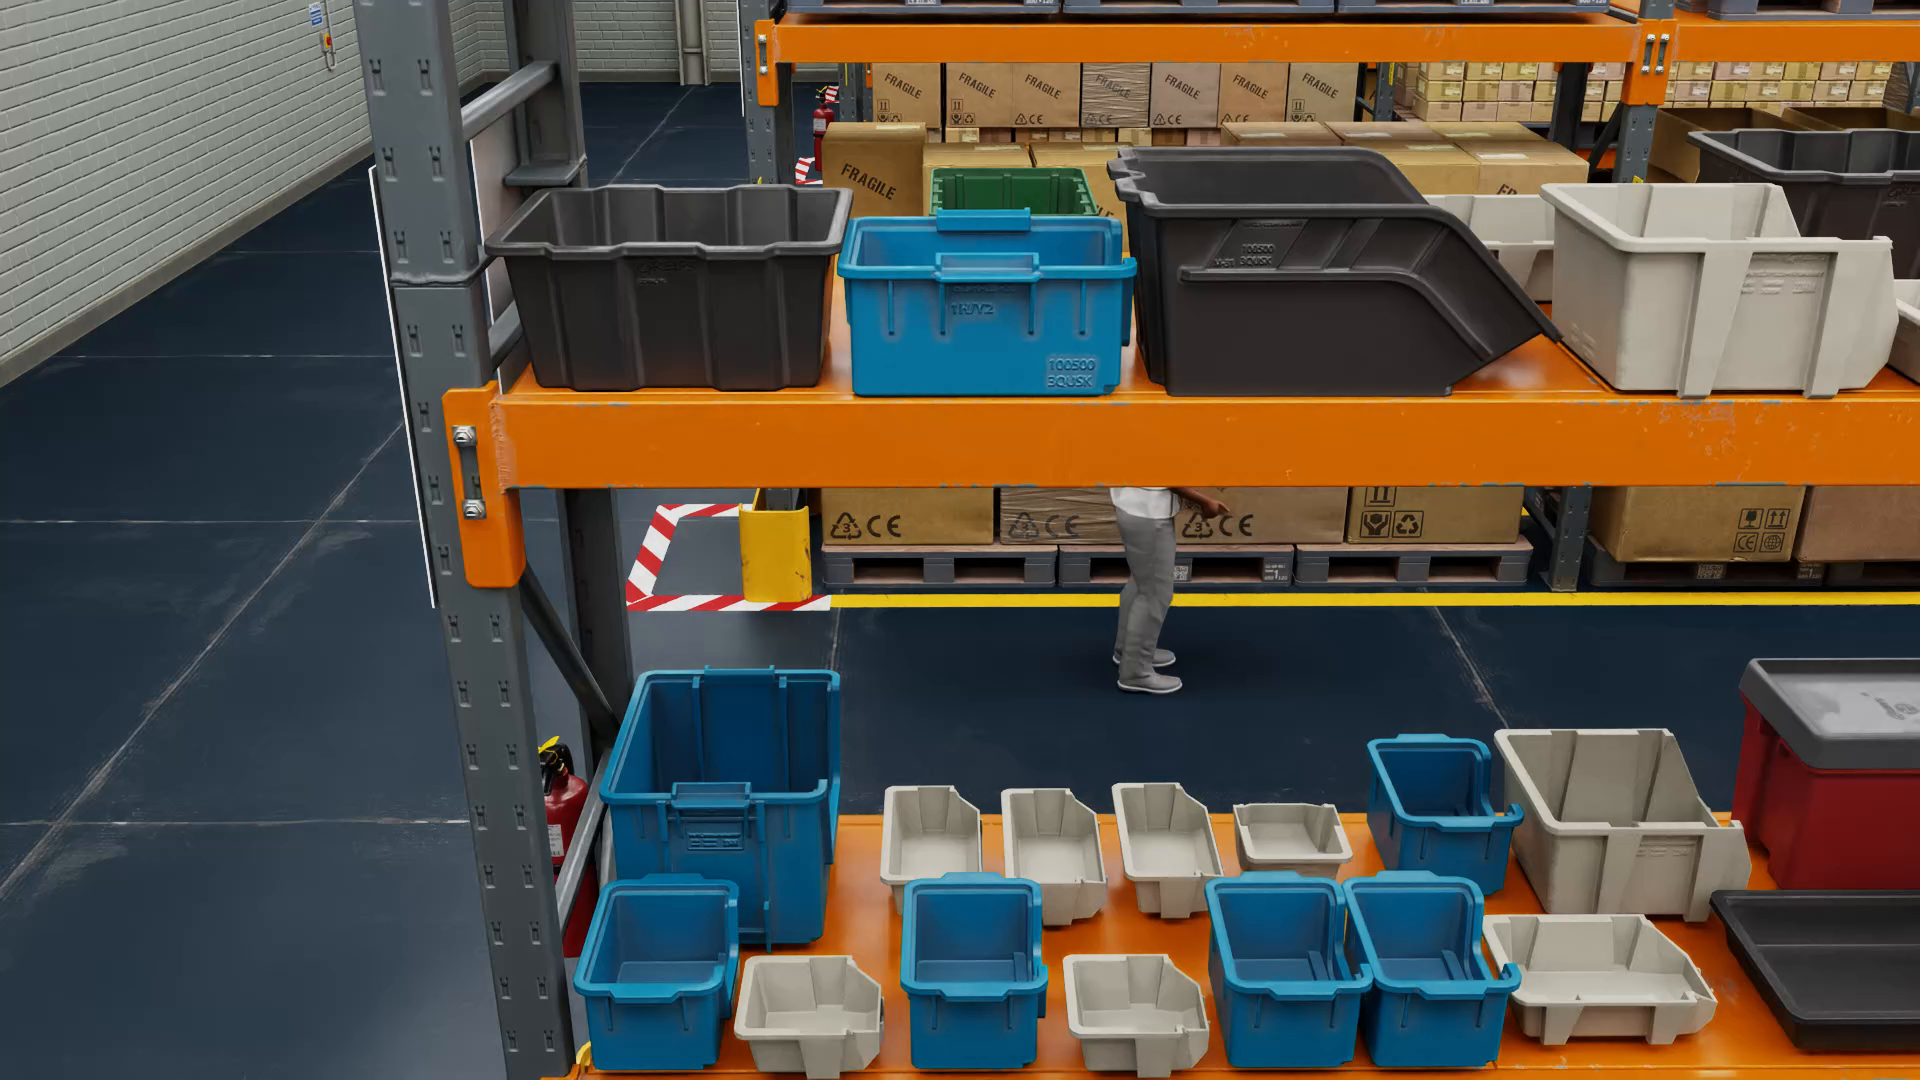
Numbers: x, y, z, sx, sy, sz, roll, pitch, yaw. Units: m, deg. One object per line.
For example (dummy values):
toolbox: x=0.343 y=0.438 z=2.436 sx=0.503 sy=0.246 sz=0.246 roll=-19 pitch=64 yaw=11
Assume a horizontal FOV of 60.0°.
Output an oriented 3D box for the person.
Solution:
person: x=0.906 y=-0.137 z=7.378 sx=0.533 sy=1.687 sz=0.450 roll=0 pitch=24 yaw=0
